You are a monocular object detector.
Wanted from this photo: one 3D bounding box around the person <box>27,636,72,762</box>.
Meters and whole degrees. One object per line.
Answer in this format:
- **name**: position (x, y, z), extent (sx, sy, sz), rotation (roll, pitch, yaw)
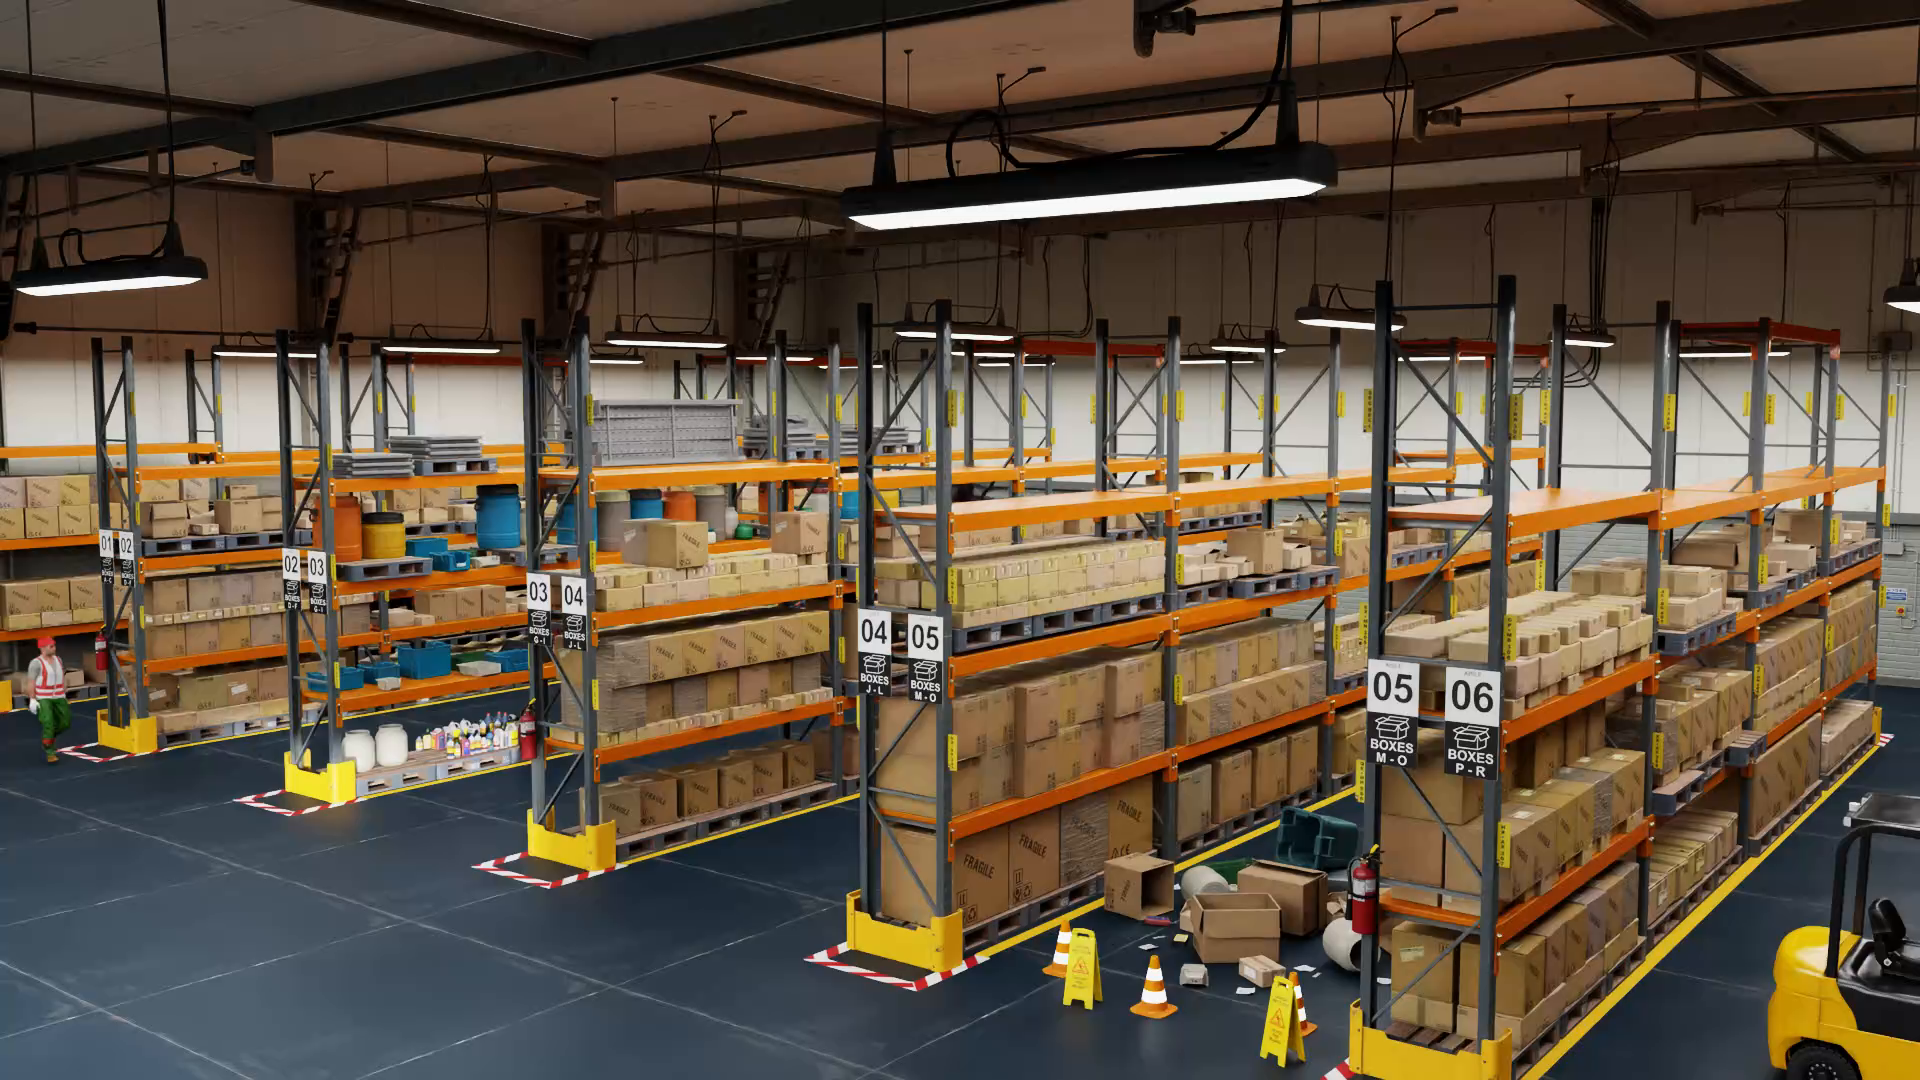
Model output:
- **person**: position (-12.882, 2.229, 23.458), extent (0.642, 1.769, 0.602), rotation (4, 6, 39)
